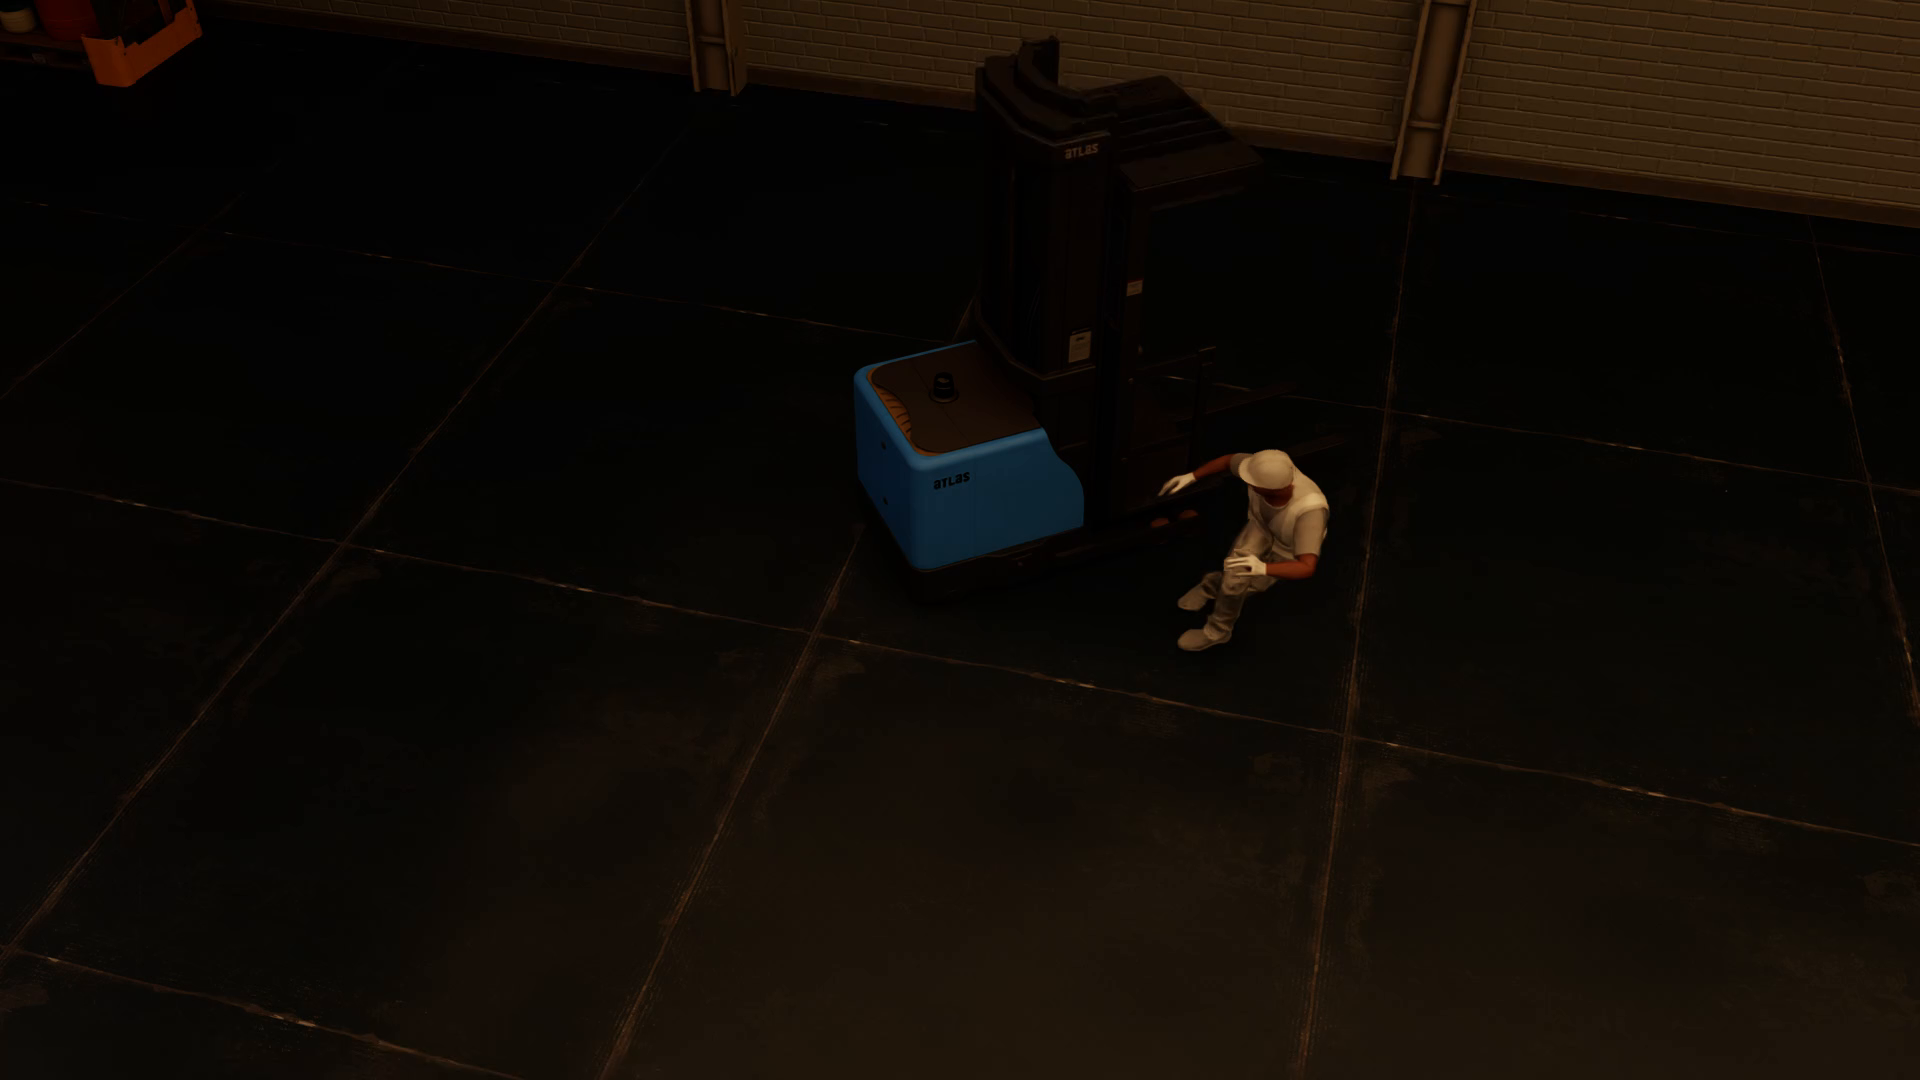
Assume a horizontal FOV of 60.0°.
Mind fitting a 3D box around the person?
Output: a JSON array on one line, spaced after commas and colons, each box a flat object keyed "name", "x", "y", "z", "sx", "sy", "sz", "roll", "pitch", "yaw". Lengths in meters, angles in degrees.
[{"name": "person", "x": 1.486, "y": 0.046, "z": 8.867, "sx": 1.031, "sy": 1.524, "sz": 0.933, "roll": 26, "pitch": 47, "yaw": 26}]

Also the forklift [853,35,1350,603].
[{"name": "forklift", "x": 0.934, "y": -1.377, "z": 9.433, "sx": 3.031, "sy": 2.935, "sz": 1.130, "roll": -16, "pitch": 44, "yaw": -17}]
